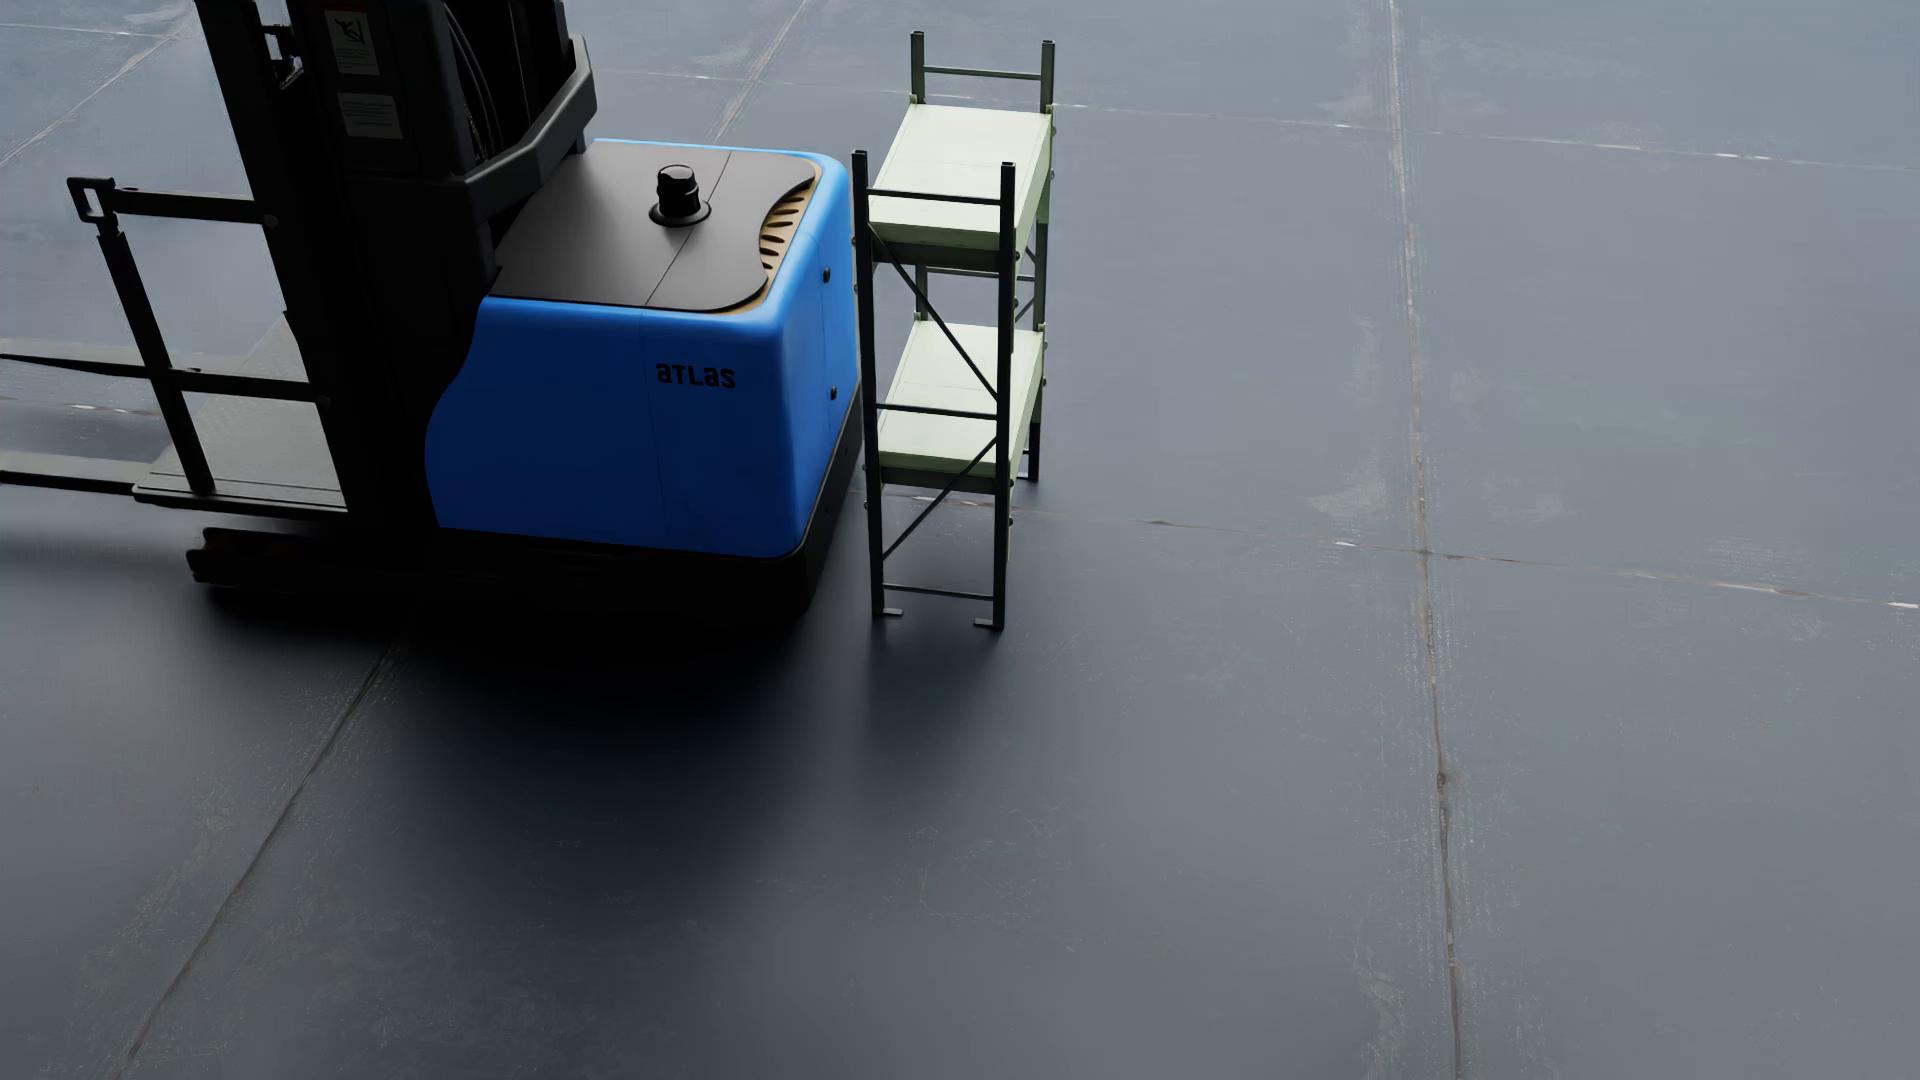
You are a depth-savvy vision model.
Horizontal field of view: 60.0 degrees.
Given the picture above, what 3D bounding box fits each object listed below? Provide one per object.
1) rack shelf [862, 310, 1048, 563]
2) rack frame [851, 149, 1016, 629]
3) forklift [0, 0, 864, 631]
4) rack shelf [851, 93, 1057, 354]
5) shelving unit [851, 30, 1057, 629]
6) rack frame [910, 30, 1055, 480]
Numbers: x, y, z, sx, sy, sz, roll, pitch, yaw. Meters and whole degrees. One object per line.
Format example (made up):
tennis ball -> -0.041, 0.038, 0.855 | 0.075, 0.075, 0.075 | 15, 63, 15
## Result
rack shelf -> -0.001, -0.323, 4.975 | 0.431, 0.370, 0.720 | 6, 40, 8
rack frame -> -0.064, -0.344, 4.489 | 0.400, 1.500, 0.023 | 6, 40, 8
forklift -> -1.880, -1.291, 4.511 | 3.031, 2.935, 1.130 | 5, 40, 6
rack shelf -> -0.001, -0.875, 4.518 | 0.431, 0.370, 0.720 | 6, 40, 8
shelving unit -> -0.001, -0.574, 4.767 | 0.431, 1.500, 0.755 | 6, 40, 8
rack frame -> 0.062, -0.804, 5.045 | 0.400, 1.500, 0.023 | 6, 40, 8
